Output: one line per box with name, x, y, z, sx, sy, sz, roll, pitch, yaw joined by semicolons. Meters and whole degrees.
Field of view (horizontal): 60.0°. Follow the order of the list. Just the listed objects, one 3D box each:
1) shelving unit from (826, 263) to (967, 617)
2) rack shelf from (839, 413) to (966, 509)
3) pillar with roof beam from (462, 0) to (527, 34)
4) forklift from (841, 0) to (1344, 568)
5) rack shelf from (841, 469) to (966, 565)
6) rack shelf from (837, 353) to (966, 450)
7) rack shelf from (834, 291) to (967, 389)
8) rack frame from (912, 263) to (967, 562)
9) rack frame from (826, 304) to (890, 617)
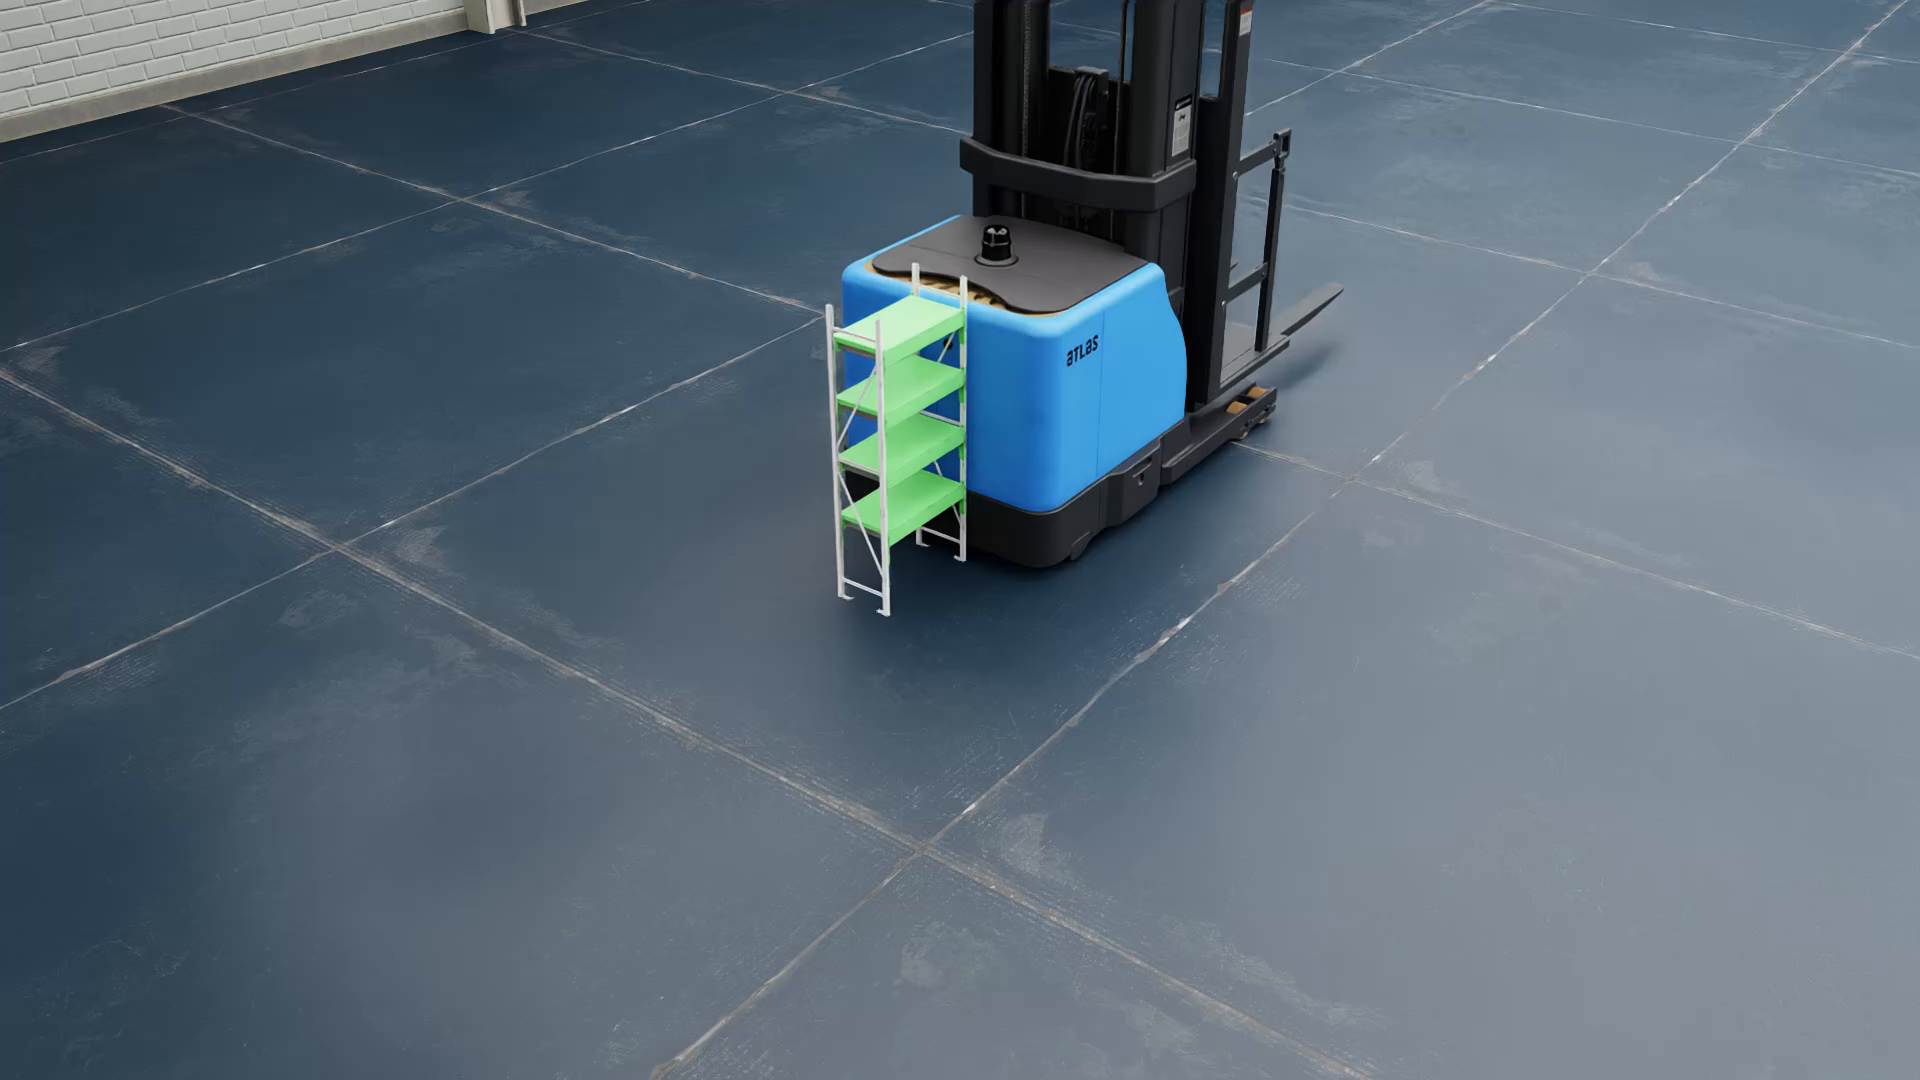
shelving unit;-0.221;-0.366;6.190;0.258;1.200;0.503;21;36;31
rack shelf;-0.221;-0.311;6.223;0.258;0.148;0.480;21;36;31
pillar with roof beam;-0.492;-6.894;9.556;9.100;9.000;0.400;21;37;31
forklift;0.801;-1.850;6.997;1.130;2.935;3.031;21;36;31
rack shelf;-0.221;-0.104;6.345;0.258;0.148;0.480;21;36;31
rack shelf;-0.221;-0.517;6.101;0.258;0.148;0.480;21;36;31
rack shelf;-0.221;-0.724;5.978;0.258;0.148;0.480;21;36;31
rack frame;-0.076;-0.466;6.359;0.240;1.200;0.015;21;36;31
rack frame;-0.365;-0.266;6.021;0.240;1.200;0.015;21;36;31
